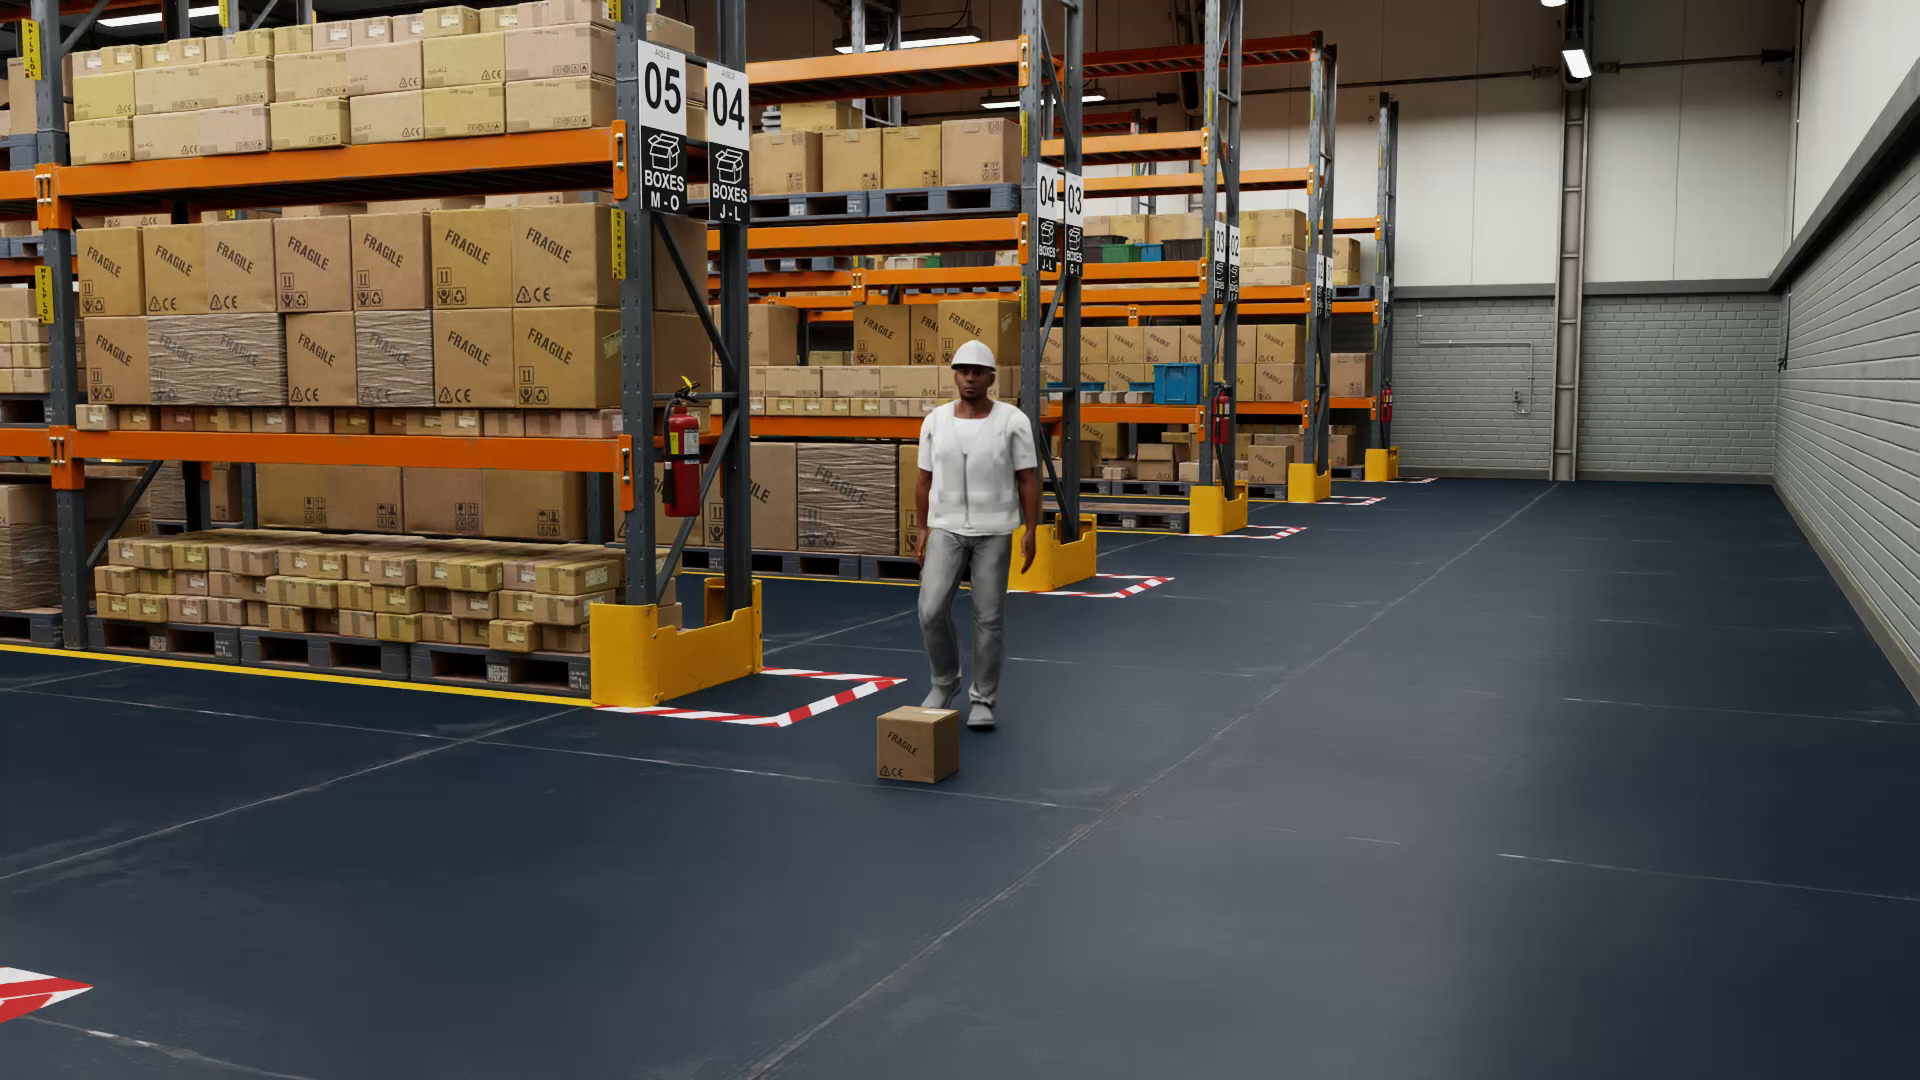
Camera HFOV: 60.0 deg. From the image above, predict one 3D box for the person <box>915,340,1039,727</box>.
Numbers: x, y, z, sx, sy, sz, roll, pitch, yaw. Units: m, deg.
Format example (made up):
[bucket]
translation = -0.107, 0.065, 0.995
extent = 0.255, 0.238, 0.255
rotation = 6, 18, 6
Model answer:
[person]
translation = 0.061, -0.023, 7.593
extent = 0.589, 1.767, 0.435
rotation = 1, 6, 11
